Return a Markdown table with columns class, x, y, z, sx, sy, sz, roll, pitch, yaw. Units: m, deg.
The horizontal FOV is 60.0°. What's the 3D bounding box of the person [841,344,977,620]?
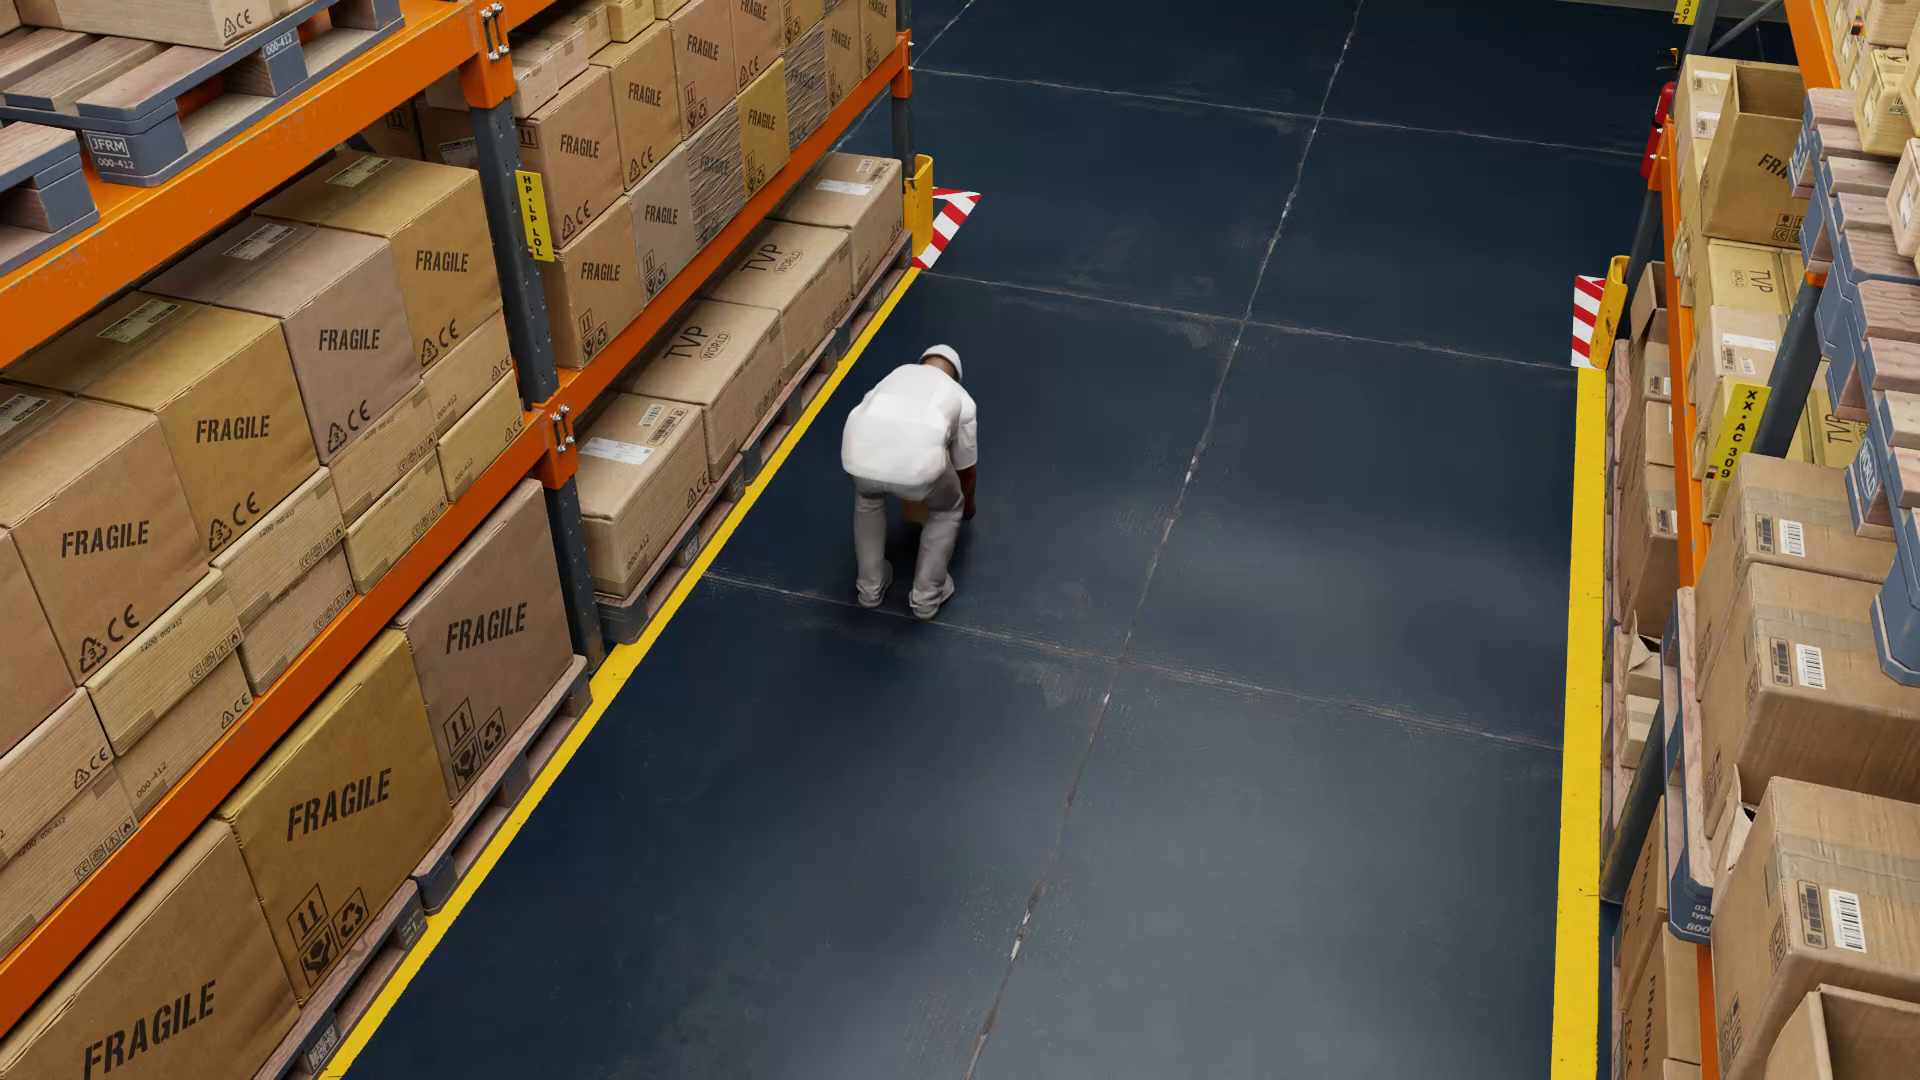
| class | x | y | z | sx | sy | sz | roll | pitch | yaw |
| --- | --- | --- | --- | --- | --- | --- | --- | --- | --- |
| person | -0.193 | -0.288 | 7.125 | 0.490 | 1.030 | 0.979 | 9 | 38 | 12 |
